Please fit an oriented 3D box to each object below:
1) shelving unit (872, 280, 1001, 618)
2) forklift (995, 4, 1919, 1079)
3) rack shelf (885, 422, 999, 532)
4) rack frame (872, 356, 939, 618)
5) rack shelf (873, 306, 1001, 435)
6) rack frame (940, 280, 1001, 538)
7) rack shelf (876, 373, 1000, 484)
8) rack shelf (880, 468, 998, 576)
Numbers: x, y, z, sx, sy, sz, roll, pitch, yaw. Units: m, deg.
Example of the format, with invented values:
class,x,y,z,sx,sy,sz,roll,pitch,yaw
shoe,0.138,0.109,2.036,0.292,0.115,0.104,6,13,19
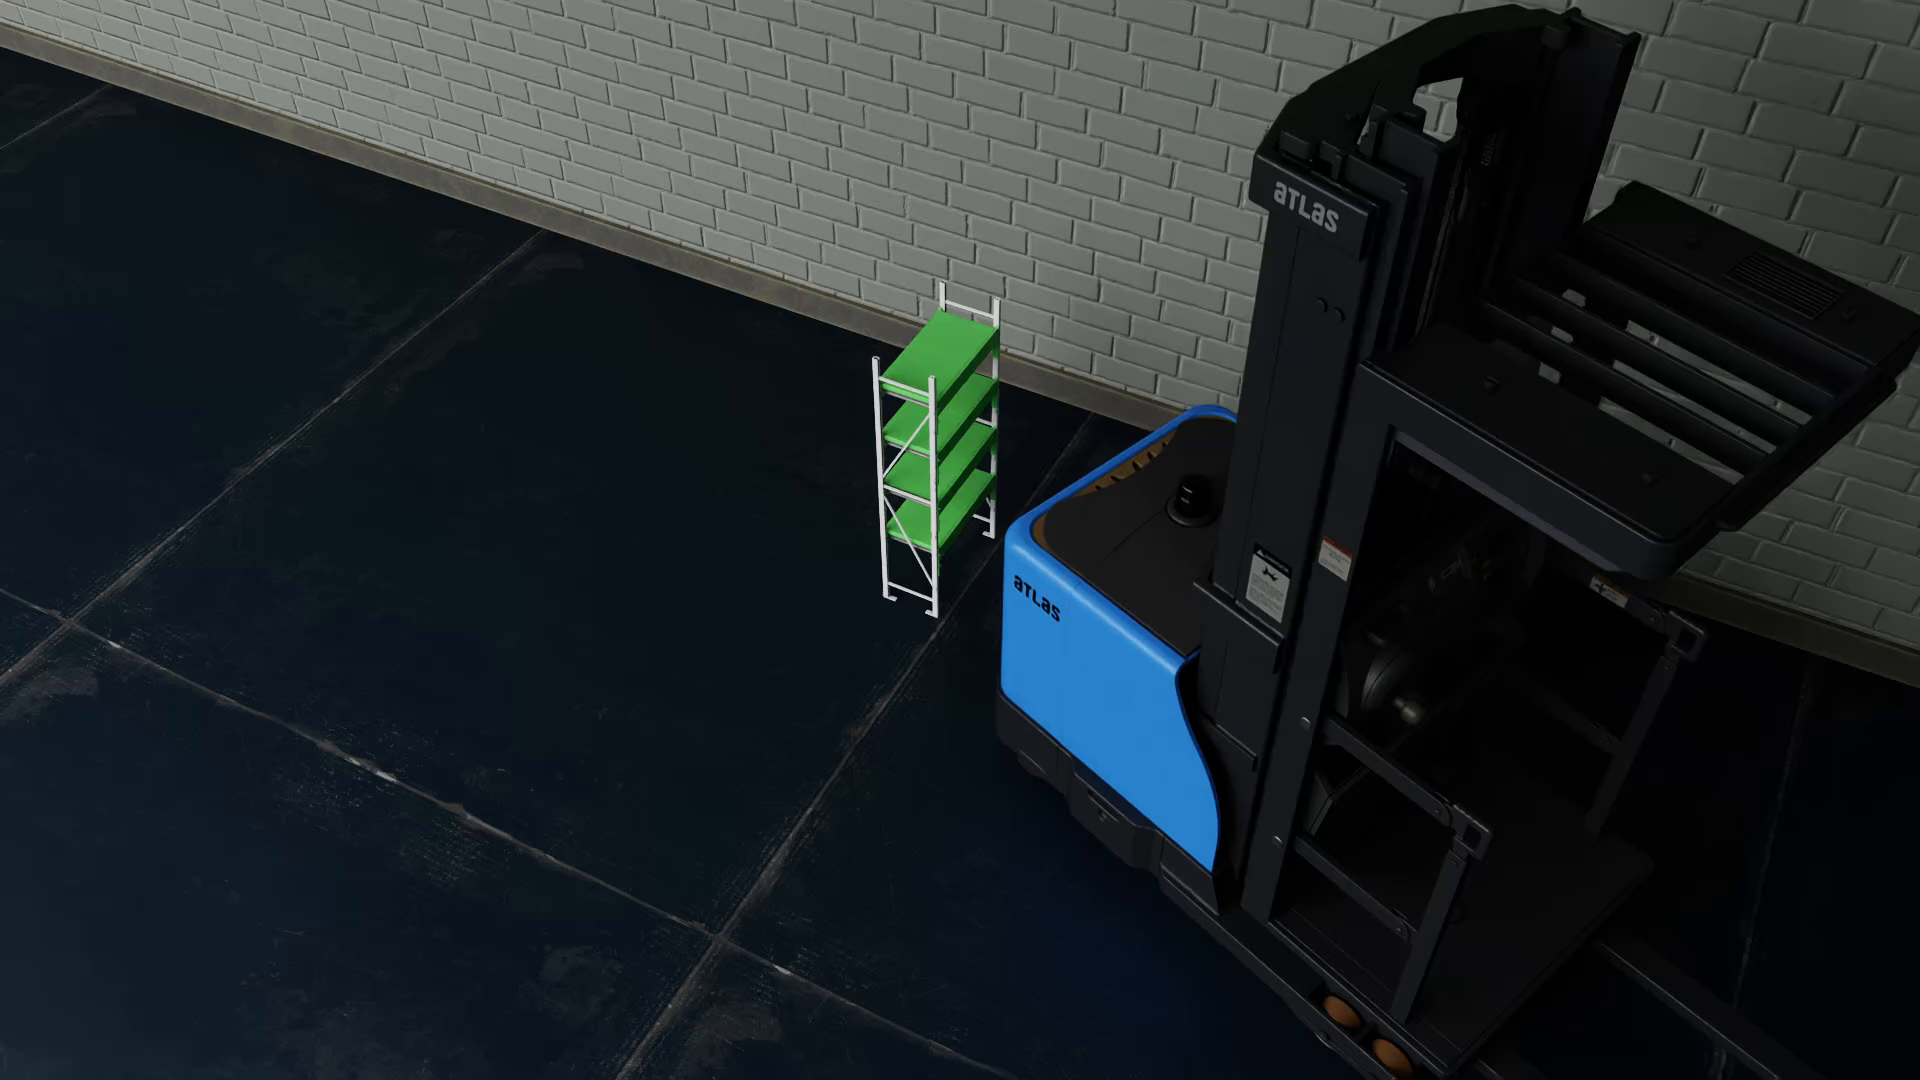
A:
class,x,y,z,sx,sy,sz,roll,pitch,yaw
shelving unit,-0.077,-0.317,6.220,0.258,1.200,0.503,20,49,19
forklift,1.480,0.243,4.449,1.130,2.935,3.031,-32,54,-28
rack shelf,-0.077,-0.273,6.266,0.258,0.148,0.480,20,49,19
rack frame,-0.190,-0.164,6.068,0.240,1.200,0.015,20,49,19
rack shelf,-0.077,-0.610,5.924,0.258,0.148,0.480,20,49,19
rack frame,0.036,-0.471,6.372,0.240,1.200,0.015,20,49,19
rack shelf,-0.077,-0.441,6.095,0.258,0.148,0.480,20,49,19
rack shelf,-0.077,-0.104,6.436,0.258,0.148,0.480,20,49,19
